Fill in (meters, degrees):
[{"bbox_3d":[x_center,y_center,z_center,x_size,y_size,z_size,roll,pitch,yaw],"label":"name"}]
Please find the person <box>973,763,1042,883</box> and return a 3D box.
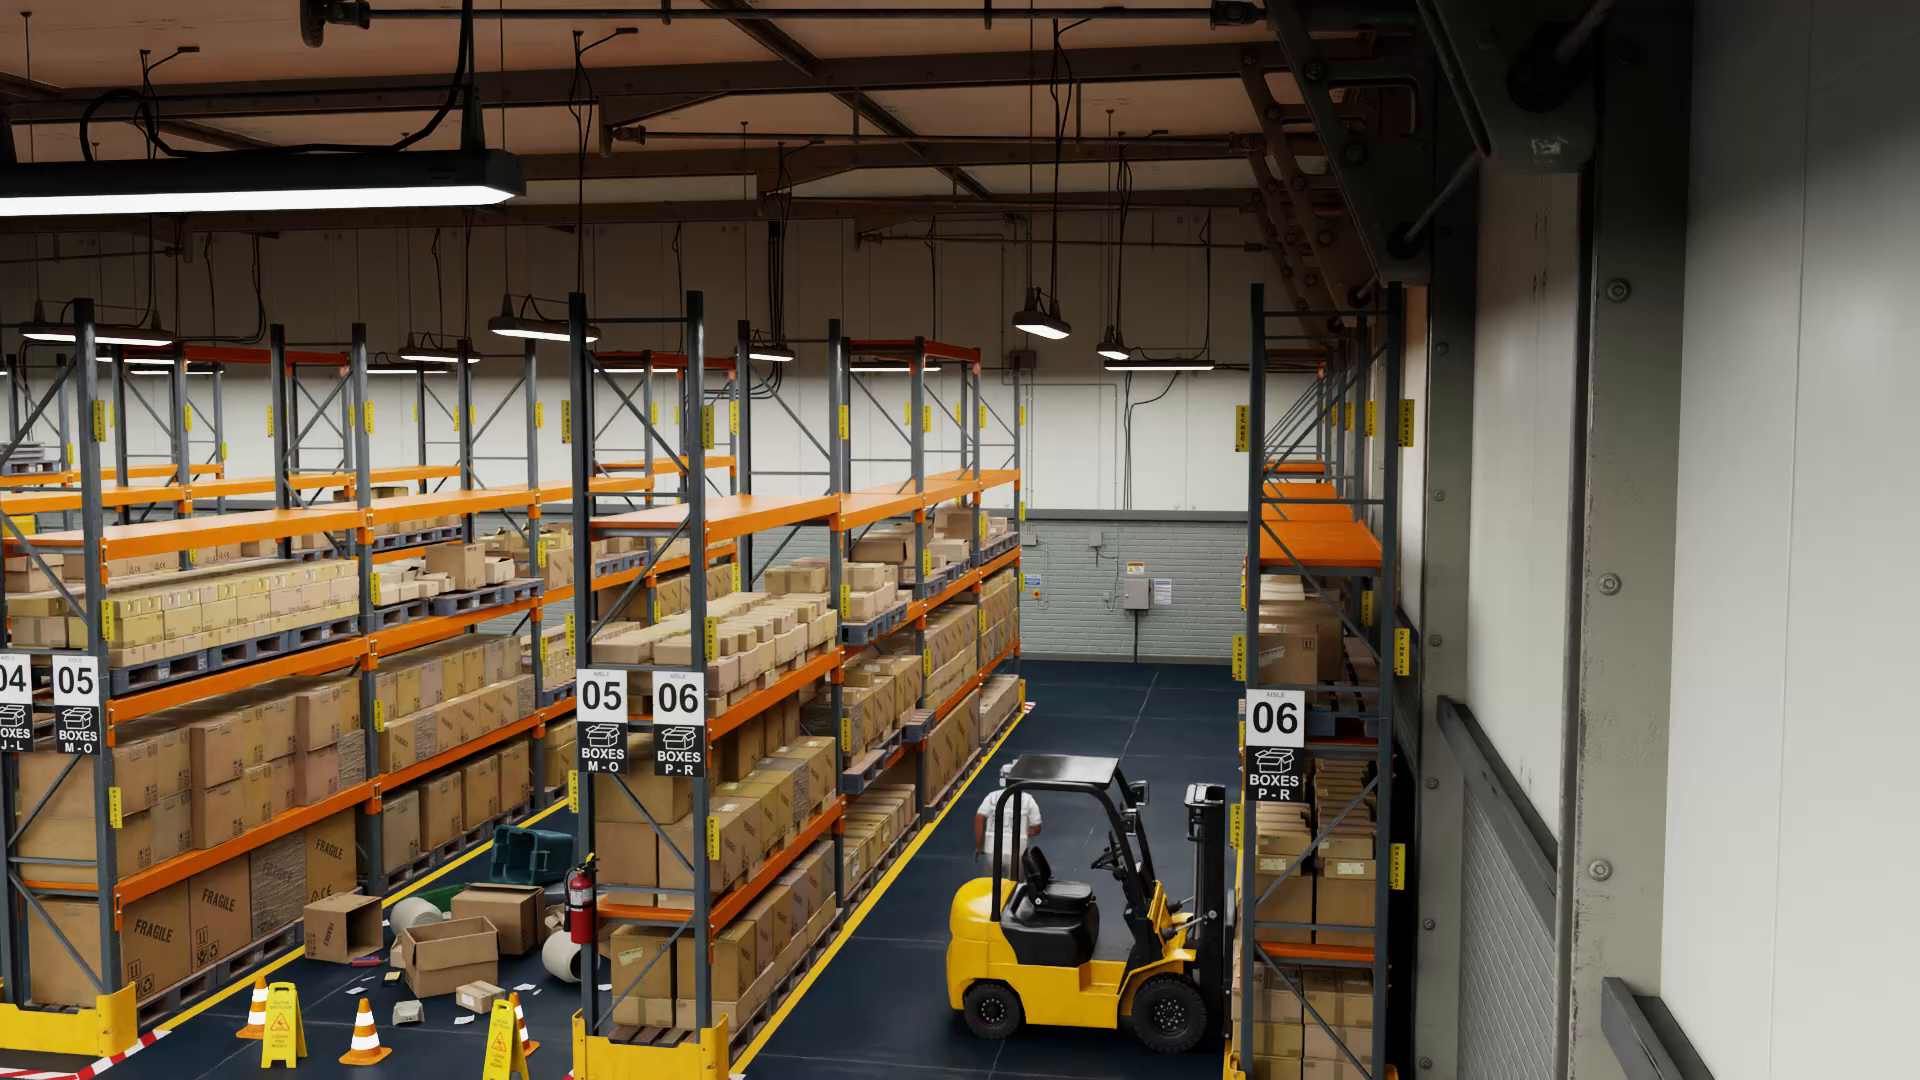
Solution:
[{"bbox_3d":[0.468,3.035,16.230,0.649,1.664,0.745,1,5,11],"label":"person"}]
